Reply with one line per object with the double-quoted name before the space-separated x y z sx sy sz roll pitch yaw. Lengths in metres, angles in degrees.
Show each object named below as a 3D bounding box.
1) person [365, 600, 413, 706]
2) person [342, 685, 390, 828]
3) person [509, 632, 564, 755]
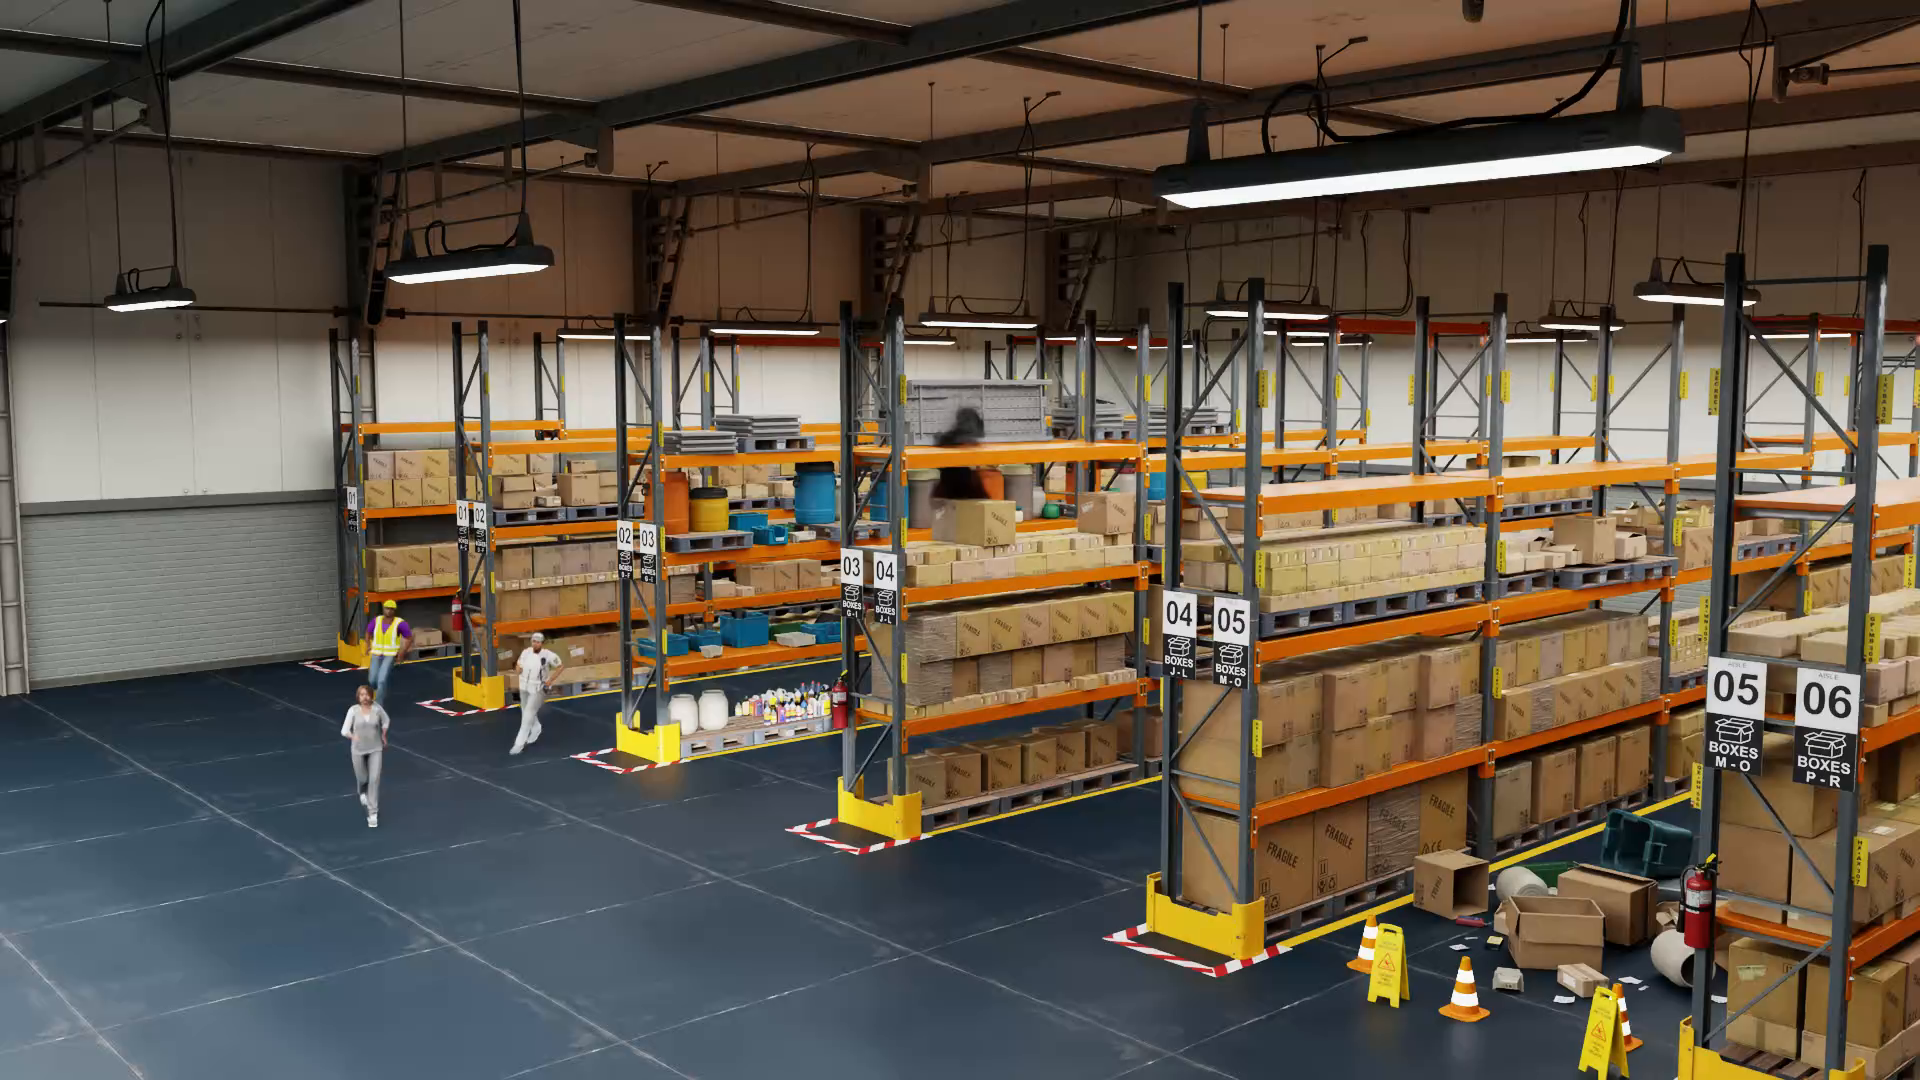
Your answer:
"person" -8.863 1.768 25.811 0.751 1.712 0.594 0 6 -4
"person" -6.875 2.460 19.279 0.540 1.593 0.872 -2 6 -23
"person" -5.839 2.091 22.939 0.641 1.676 0.824 2 6 20
